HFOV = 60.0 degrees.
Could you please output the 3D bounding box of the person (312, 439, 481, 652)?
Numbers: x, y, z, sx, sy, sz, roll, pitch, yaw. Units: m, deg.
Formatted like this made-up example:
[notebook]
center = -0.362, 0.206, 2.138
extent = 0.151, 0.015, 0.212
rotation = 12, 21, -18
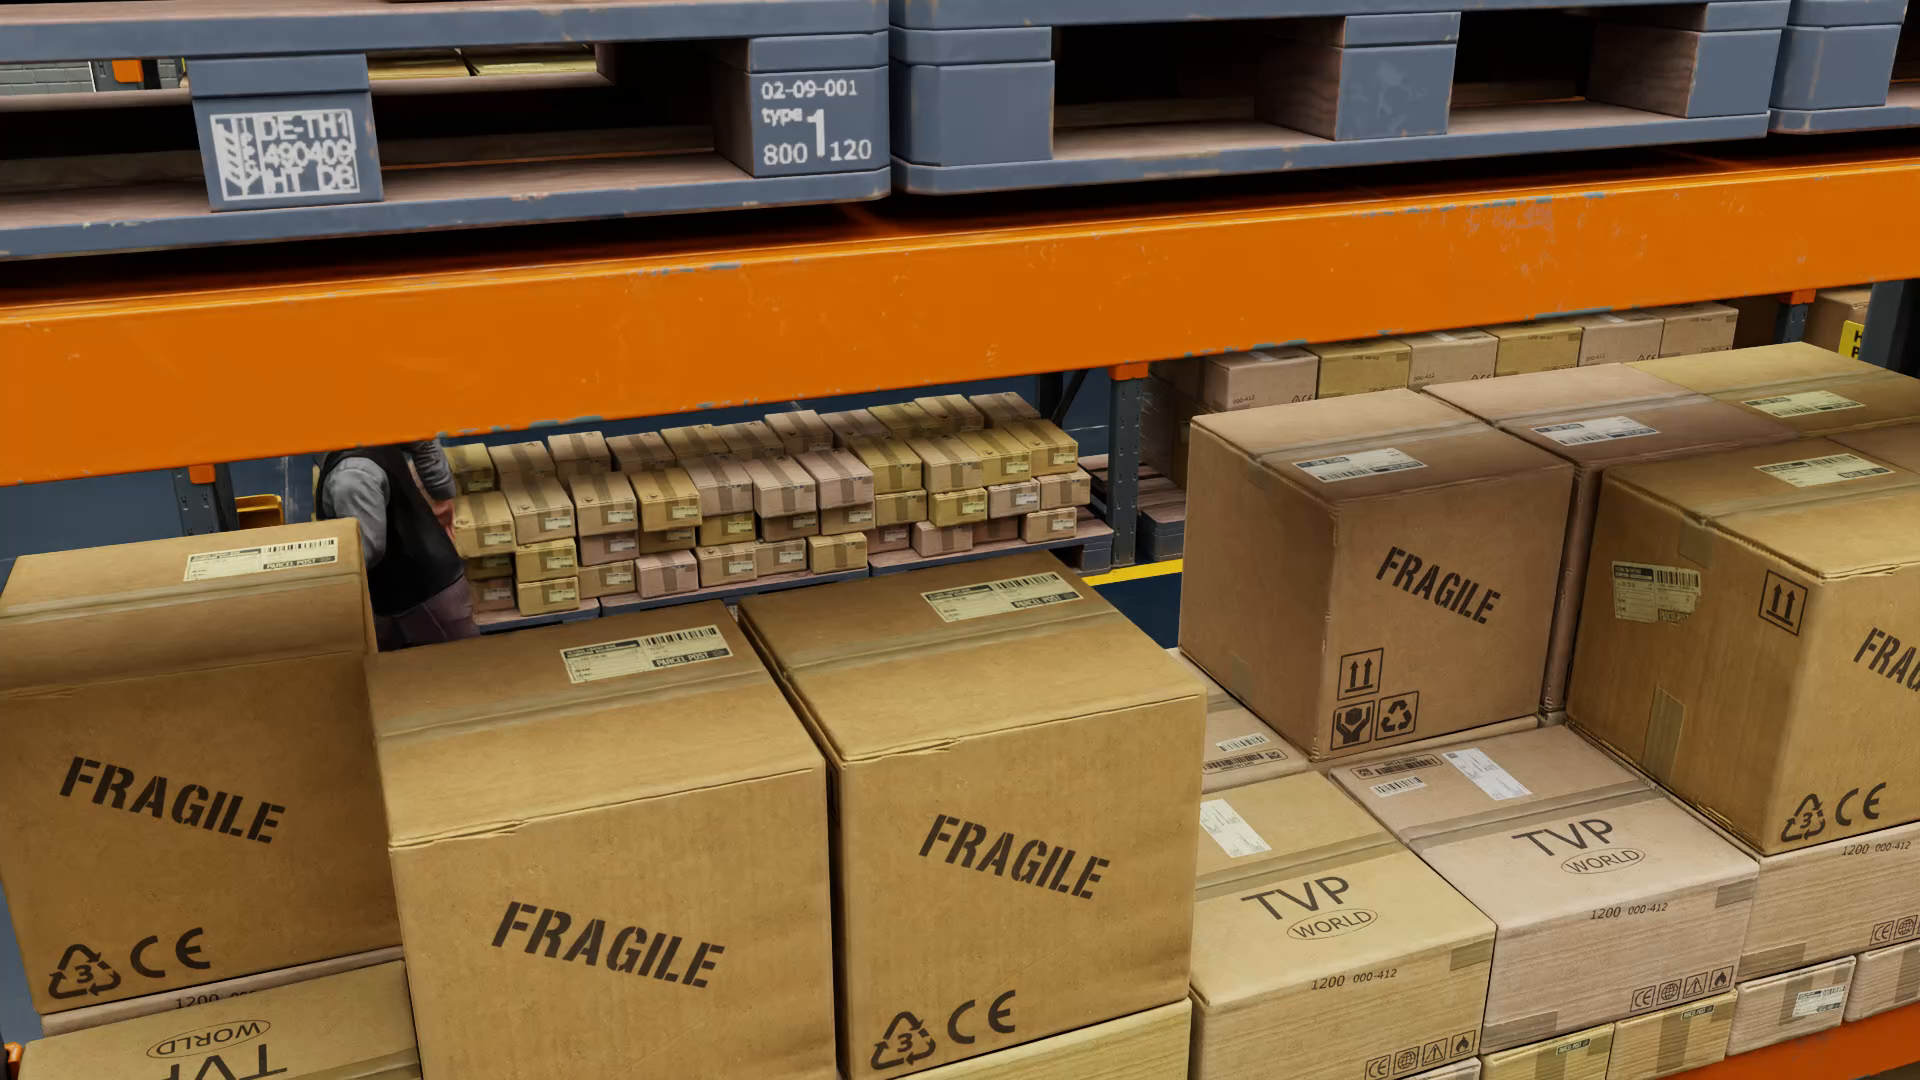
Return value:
[person]
center = -1.908, 0.185, 5.754
extent = 0.965, 1.649, 0.649
rotation = -10, 25, -24
